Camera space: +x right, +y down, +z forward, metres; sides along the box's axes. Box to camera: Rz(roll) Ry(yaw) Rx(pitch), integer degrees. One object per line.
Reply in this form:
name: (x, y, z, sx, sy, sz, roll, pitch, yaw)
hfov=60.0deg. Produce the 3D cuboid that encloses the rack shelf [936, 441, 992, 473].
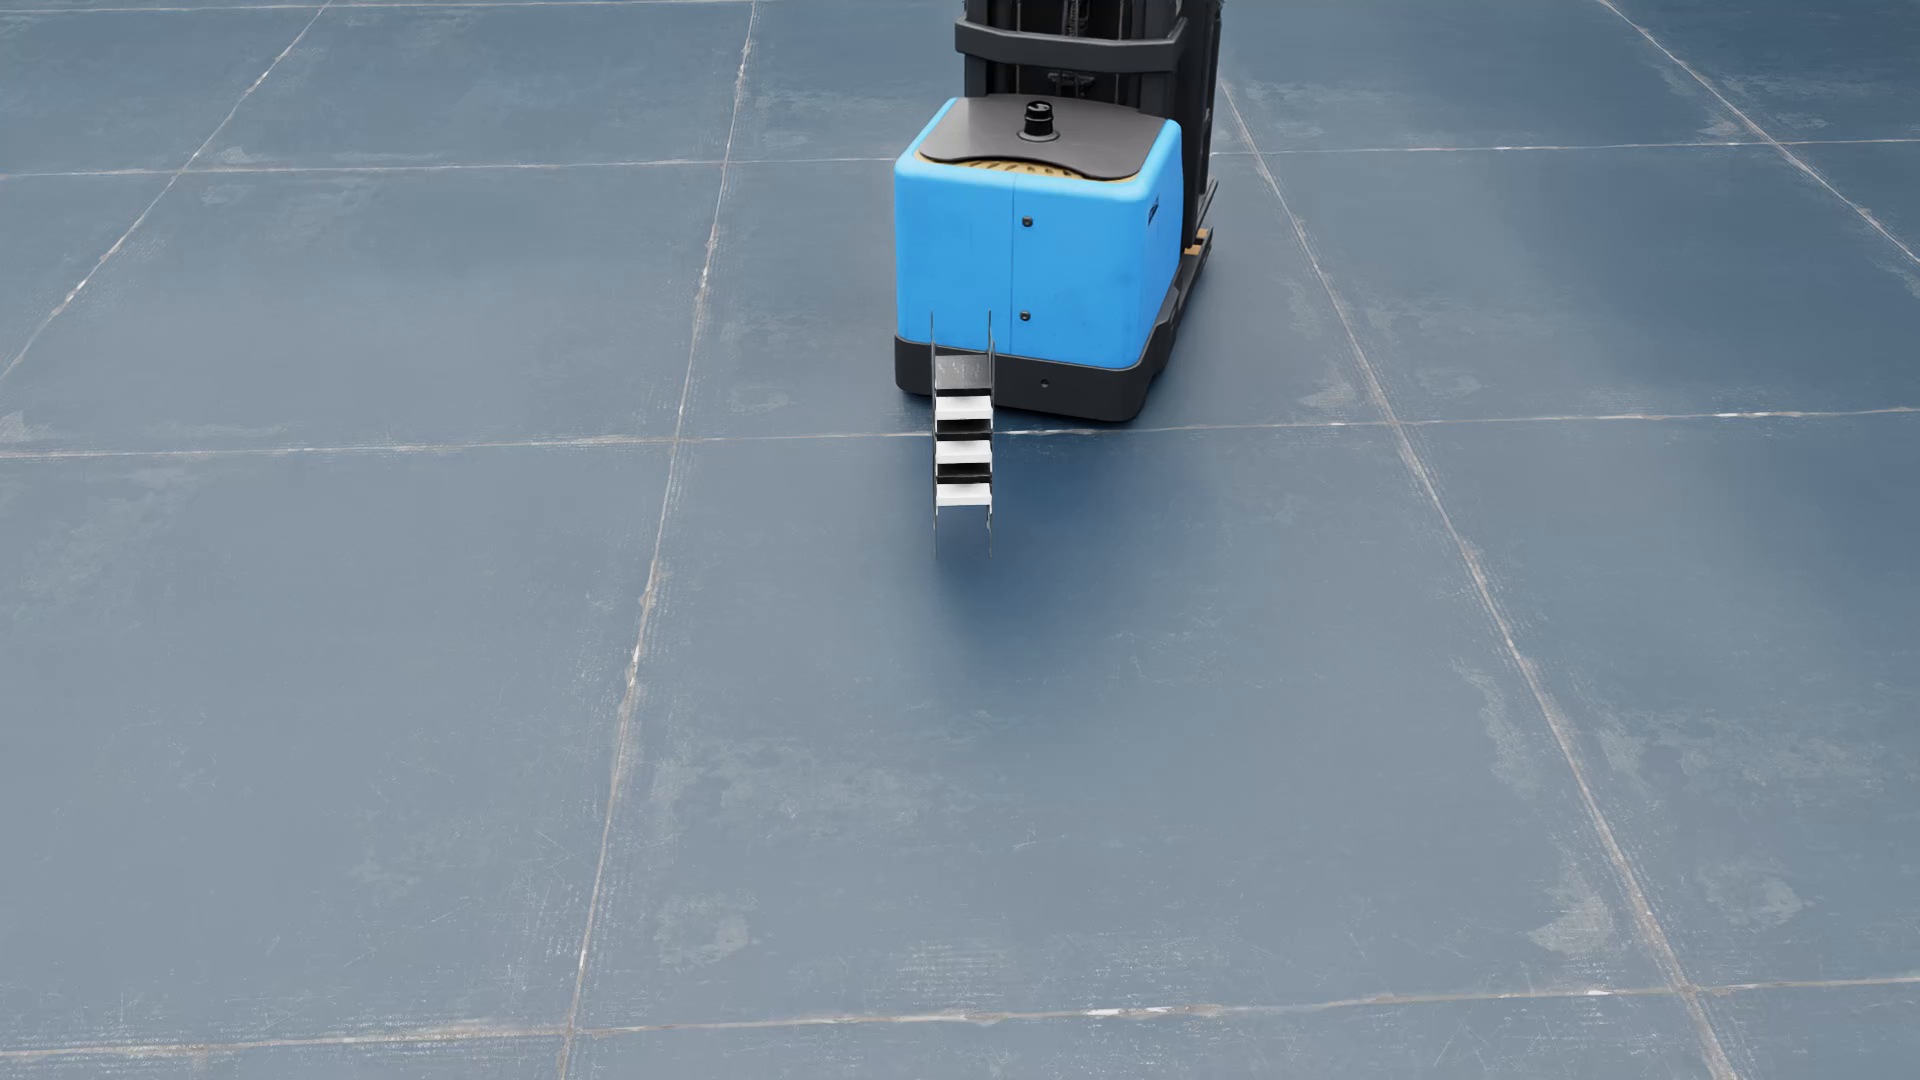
rack shelf: (0.008, -0.343, 6.013, 0.200, 0.077, 0.258, -2, 35, -2)

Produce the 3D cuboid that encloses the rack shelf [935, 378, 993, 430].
rack shelf: (0.008, -0.491, 5.911, 0.200, 0.077, 0.258, -2, 35, -2)

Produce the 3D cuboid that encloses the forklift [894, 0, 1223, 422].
forklift: (0.624, -2.527, 7.326, 1.130, 2.935, 3.031, 9, 36, 13)

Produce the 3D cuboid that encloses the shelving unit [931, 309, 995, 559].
shelving unit: (0.008, -0.370, 5.994, 0.210, 0.900, 0.258, -2, 35, -2)

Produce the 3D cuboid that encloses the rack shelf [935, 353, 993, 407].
rack shelf: (0.008, -0.565, 5.860, 0.200, 0.077, 0.258, -2, 35, -2)

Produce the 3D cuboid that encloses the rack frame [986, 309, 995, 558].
rack frame: (0.110, -0.373, 5.998, 0.006, 0.900, 0.240, -2, 35, -2)

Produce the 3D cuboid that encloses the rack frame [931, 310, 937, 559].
rack frame: (-0.093, -0.367, 5.990, 0.006, 0.900, 0.240, -2, 35, -2)

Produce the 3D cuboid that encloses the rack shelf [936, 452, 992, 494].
rack shelf: (0.008, -0.269, 6.064, 0.200, 0.077, 0.258, -2, 35, -2)

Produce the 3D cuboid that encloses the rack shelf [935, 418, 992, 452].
rack shelf: (0.008, -0.417, 5.962, 0.200, 0.077, 0.258, -2, 35, -2)

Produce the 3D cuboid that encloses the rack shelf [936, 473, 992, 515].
rack shelf: (0.008, -0.195, 6.116, 0.200, 0.077, 0.258, -2, 35, -2)
